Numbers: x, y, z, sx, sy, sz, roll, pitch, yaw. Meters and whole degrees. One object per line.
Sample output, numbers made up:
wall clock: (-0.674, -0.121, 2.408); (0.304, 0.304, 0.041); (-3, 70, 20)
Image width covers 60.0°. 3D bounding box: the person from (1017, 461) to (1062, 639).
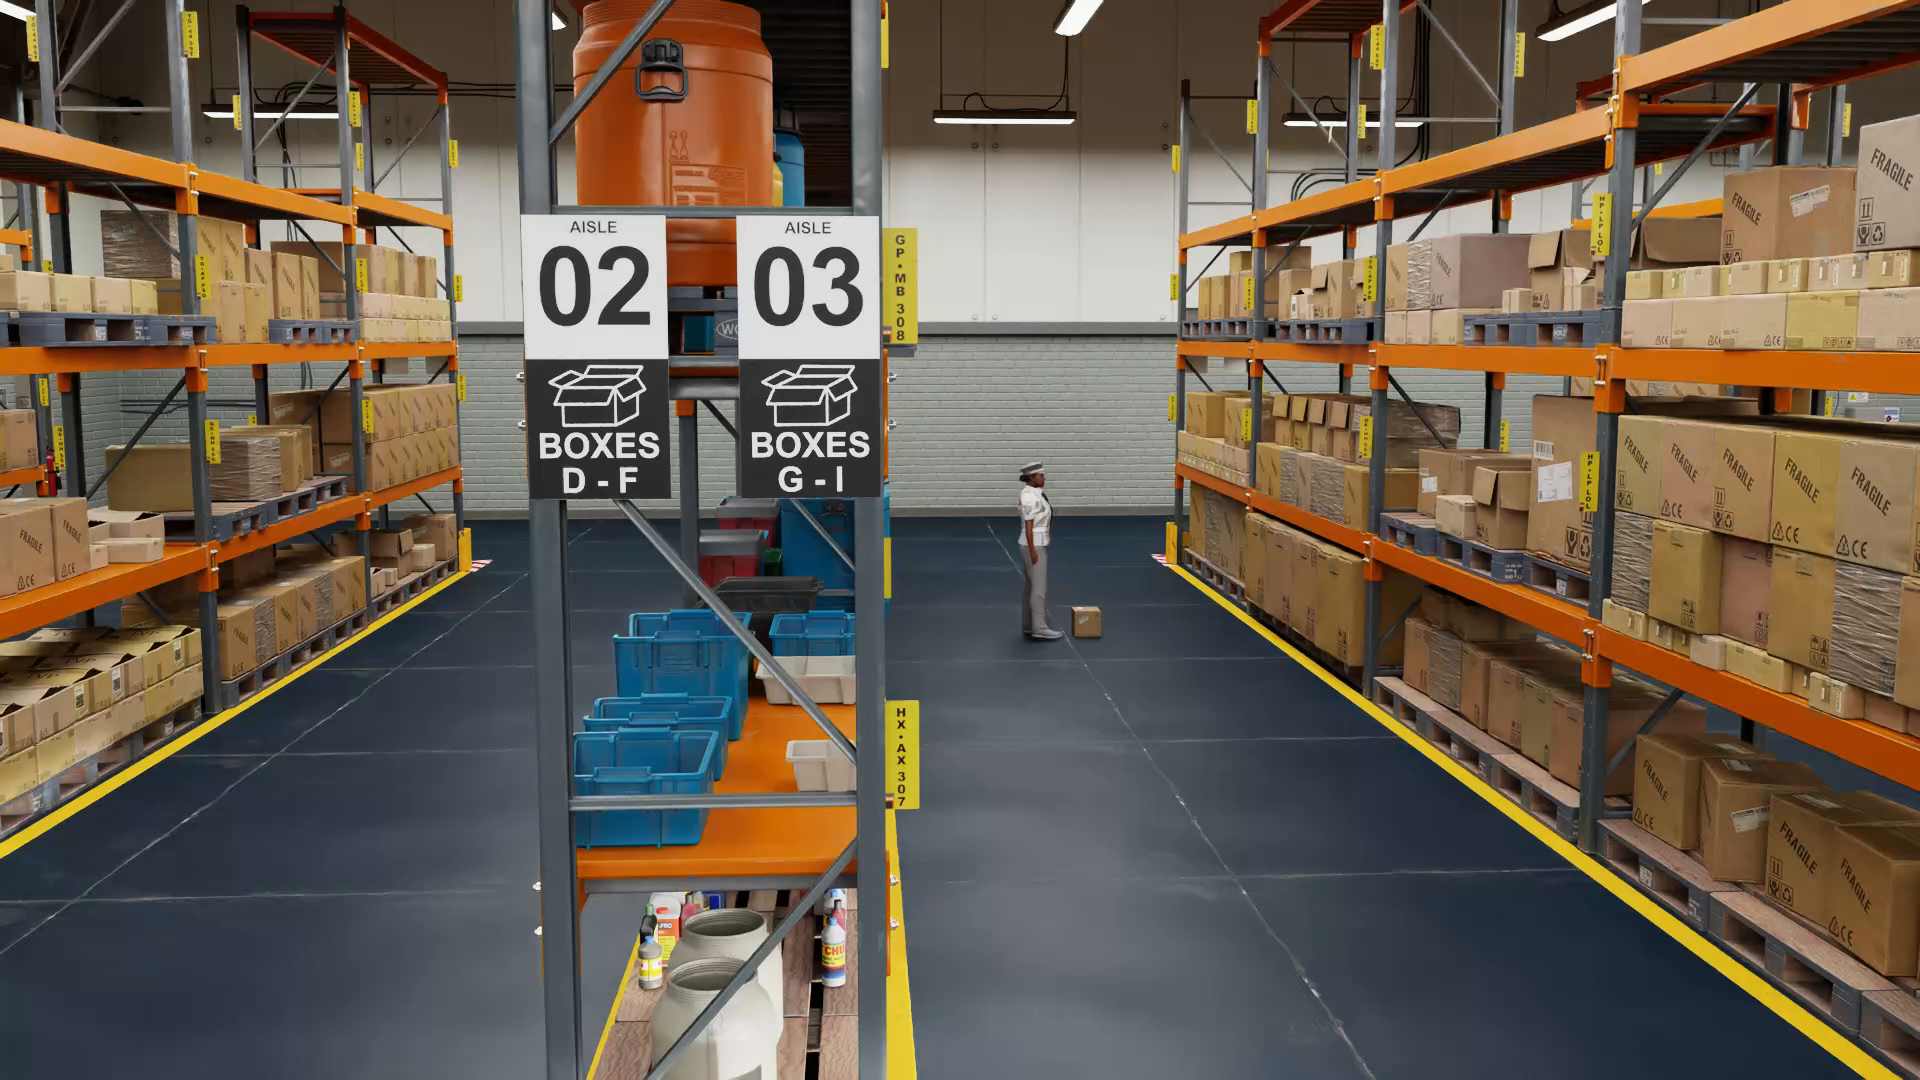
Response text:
person: (0.771, 0.082, 15.924); (0.446, 1.684, 0.550); (1, 7, 6)
